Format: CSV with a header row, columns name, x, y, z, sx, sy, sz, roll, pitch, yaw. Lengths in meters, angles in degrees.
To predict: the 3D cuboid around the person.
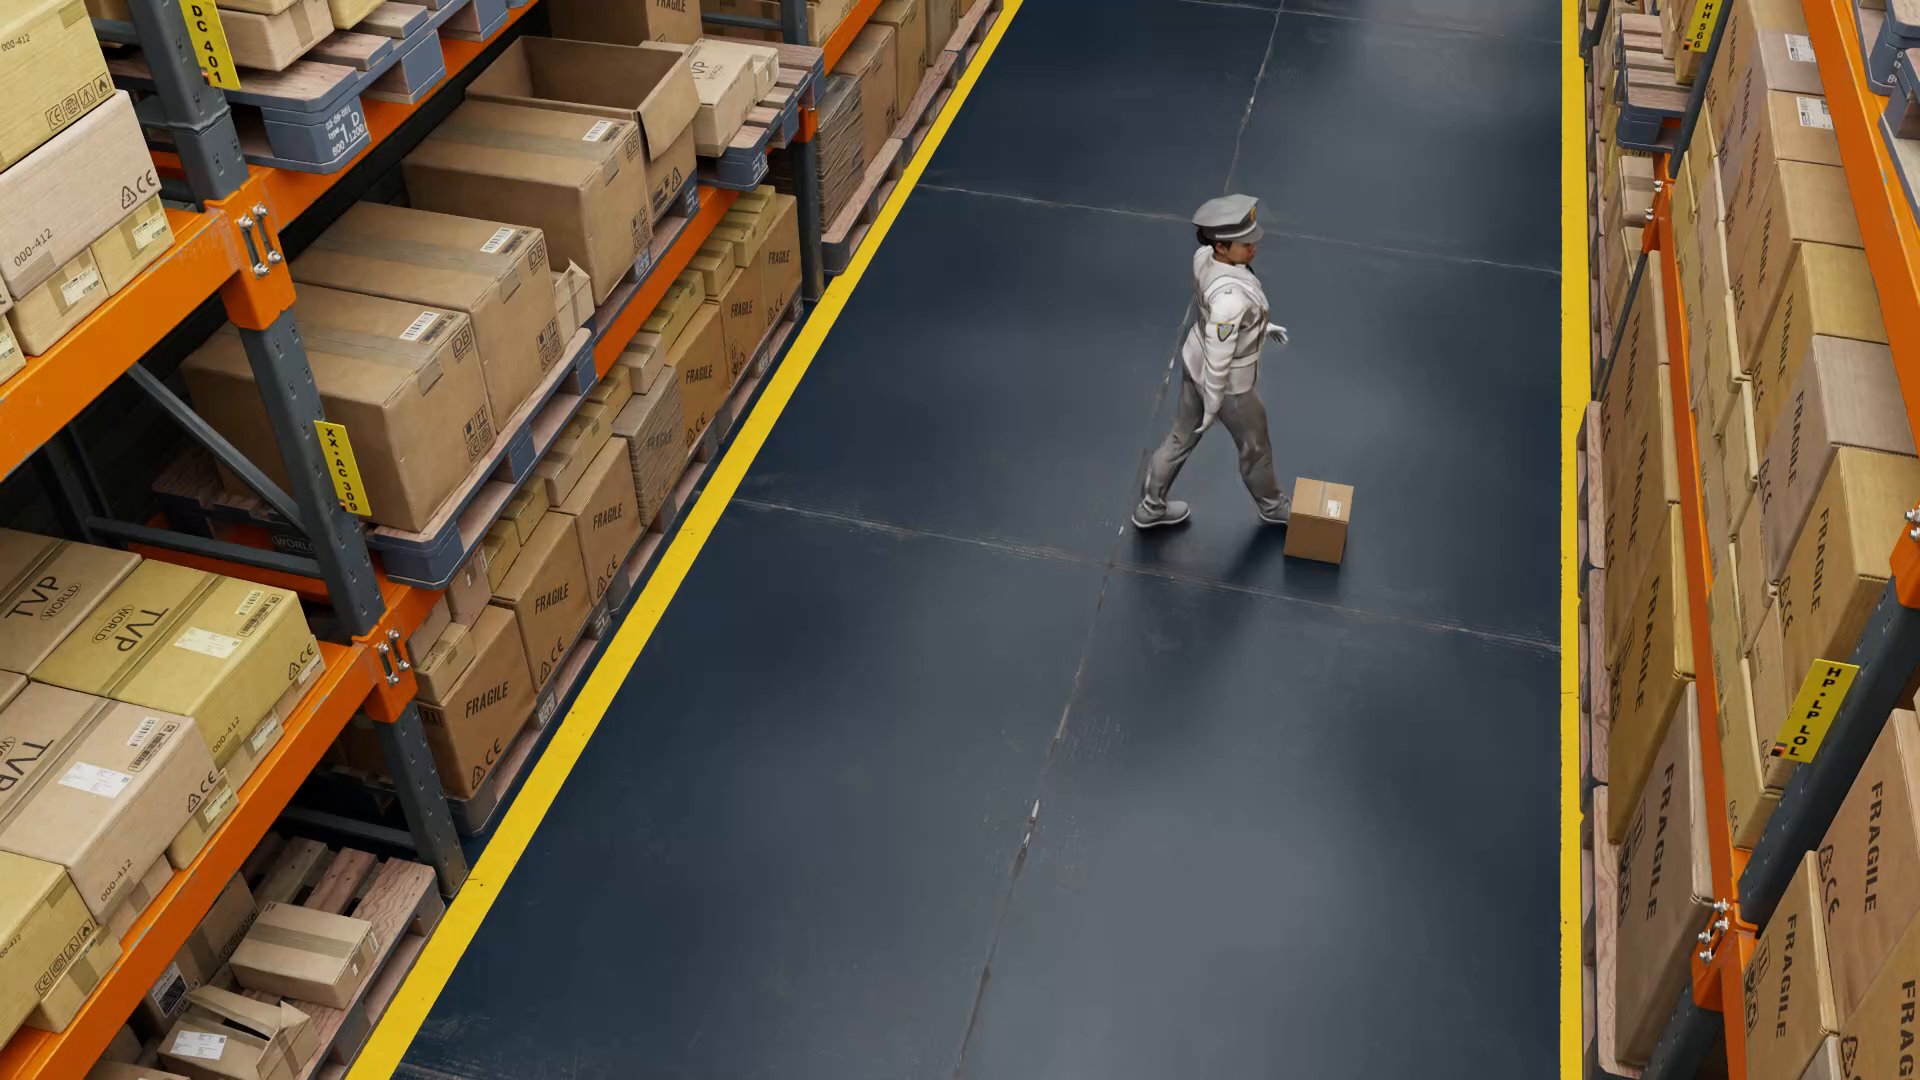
name,x,y,z,sx,sy,sz,roll,pitch,yaw
person,1.191,-0.718,6.947,0.857,1.645,0.525,-7,42,-8
